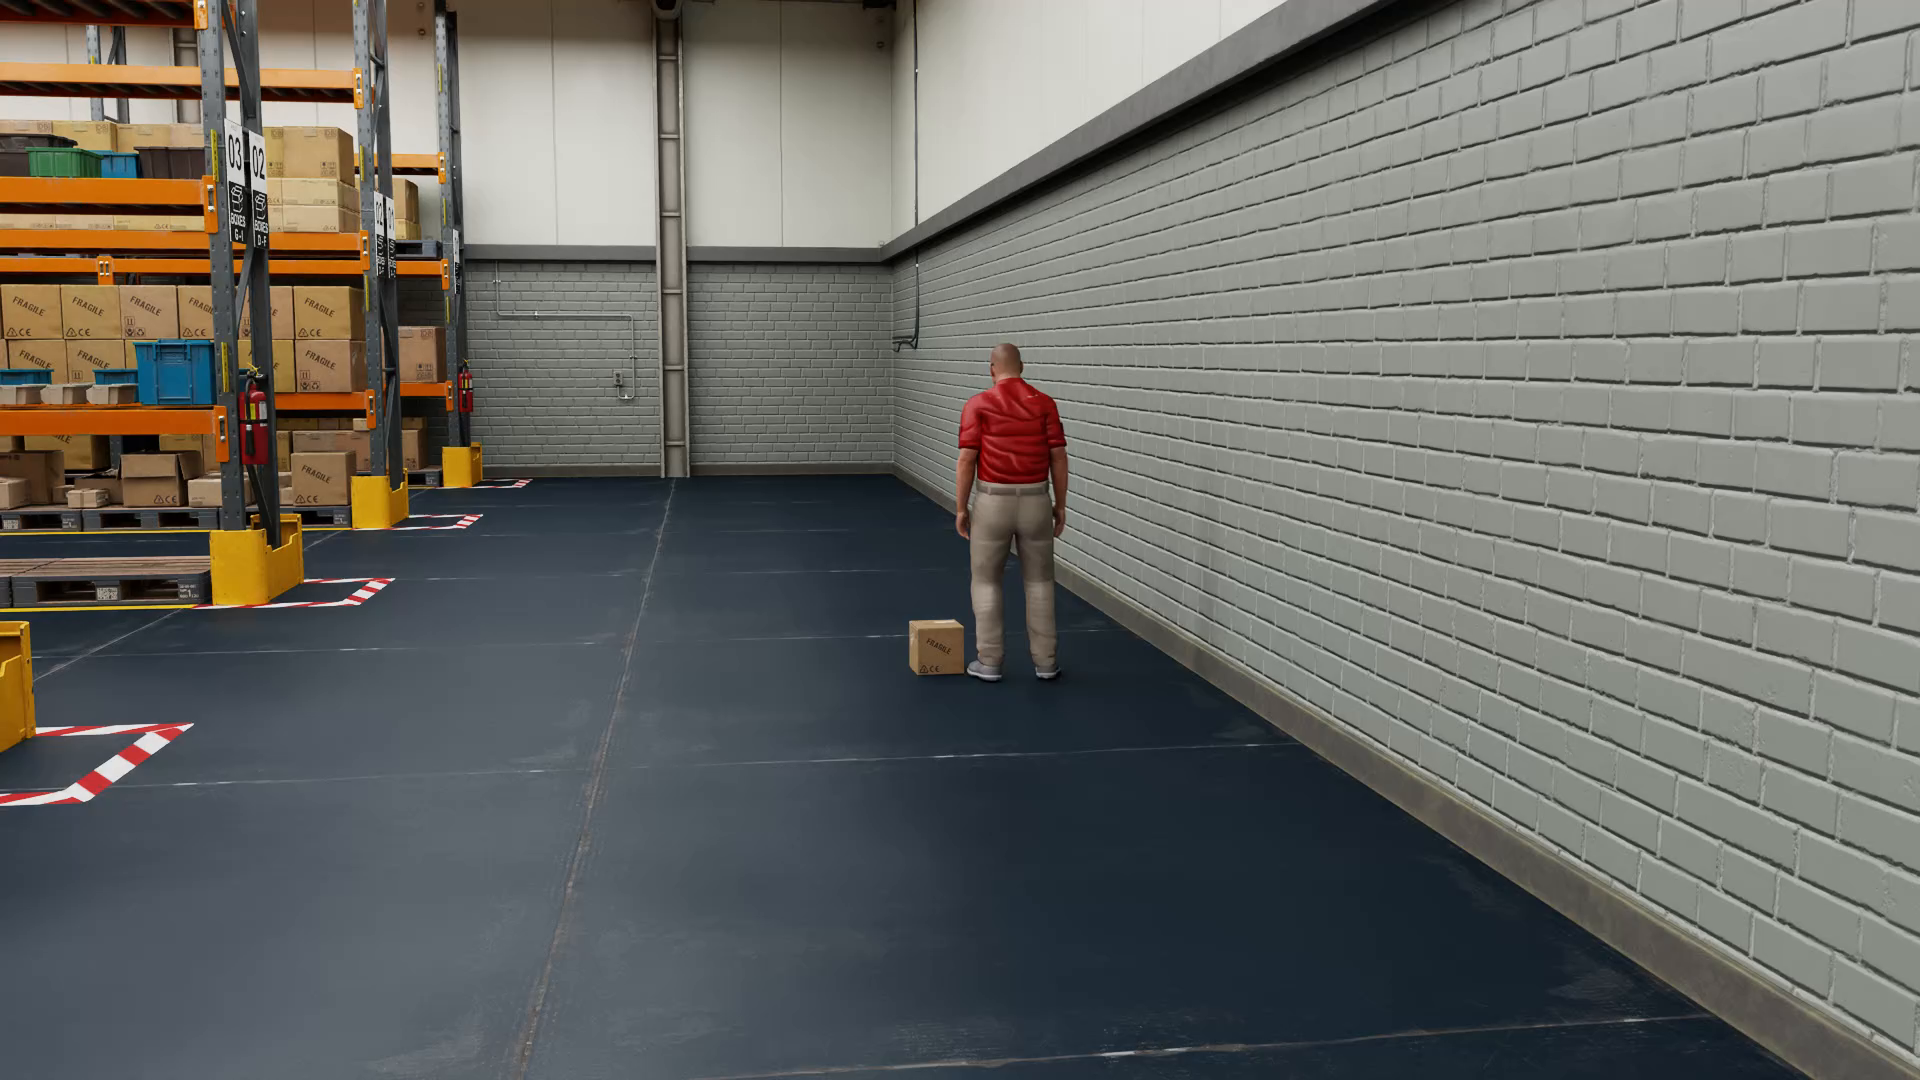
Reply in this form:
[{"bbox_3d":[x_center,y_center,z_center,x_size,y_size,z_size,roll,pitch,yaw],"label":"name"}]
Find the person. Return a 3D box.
[{"bbox_3d":[0.265,-0.145,8.559,0.585,1.726,0.396,-1,7,-9],"label":"person"}]
